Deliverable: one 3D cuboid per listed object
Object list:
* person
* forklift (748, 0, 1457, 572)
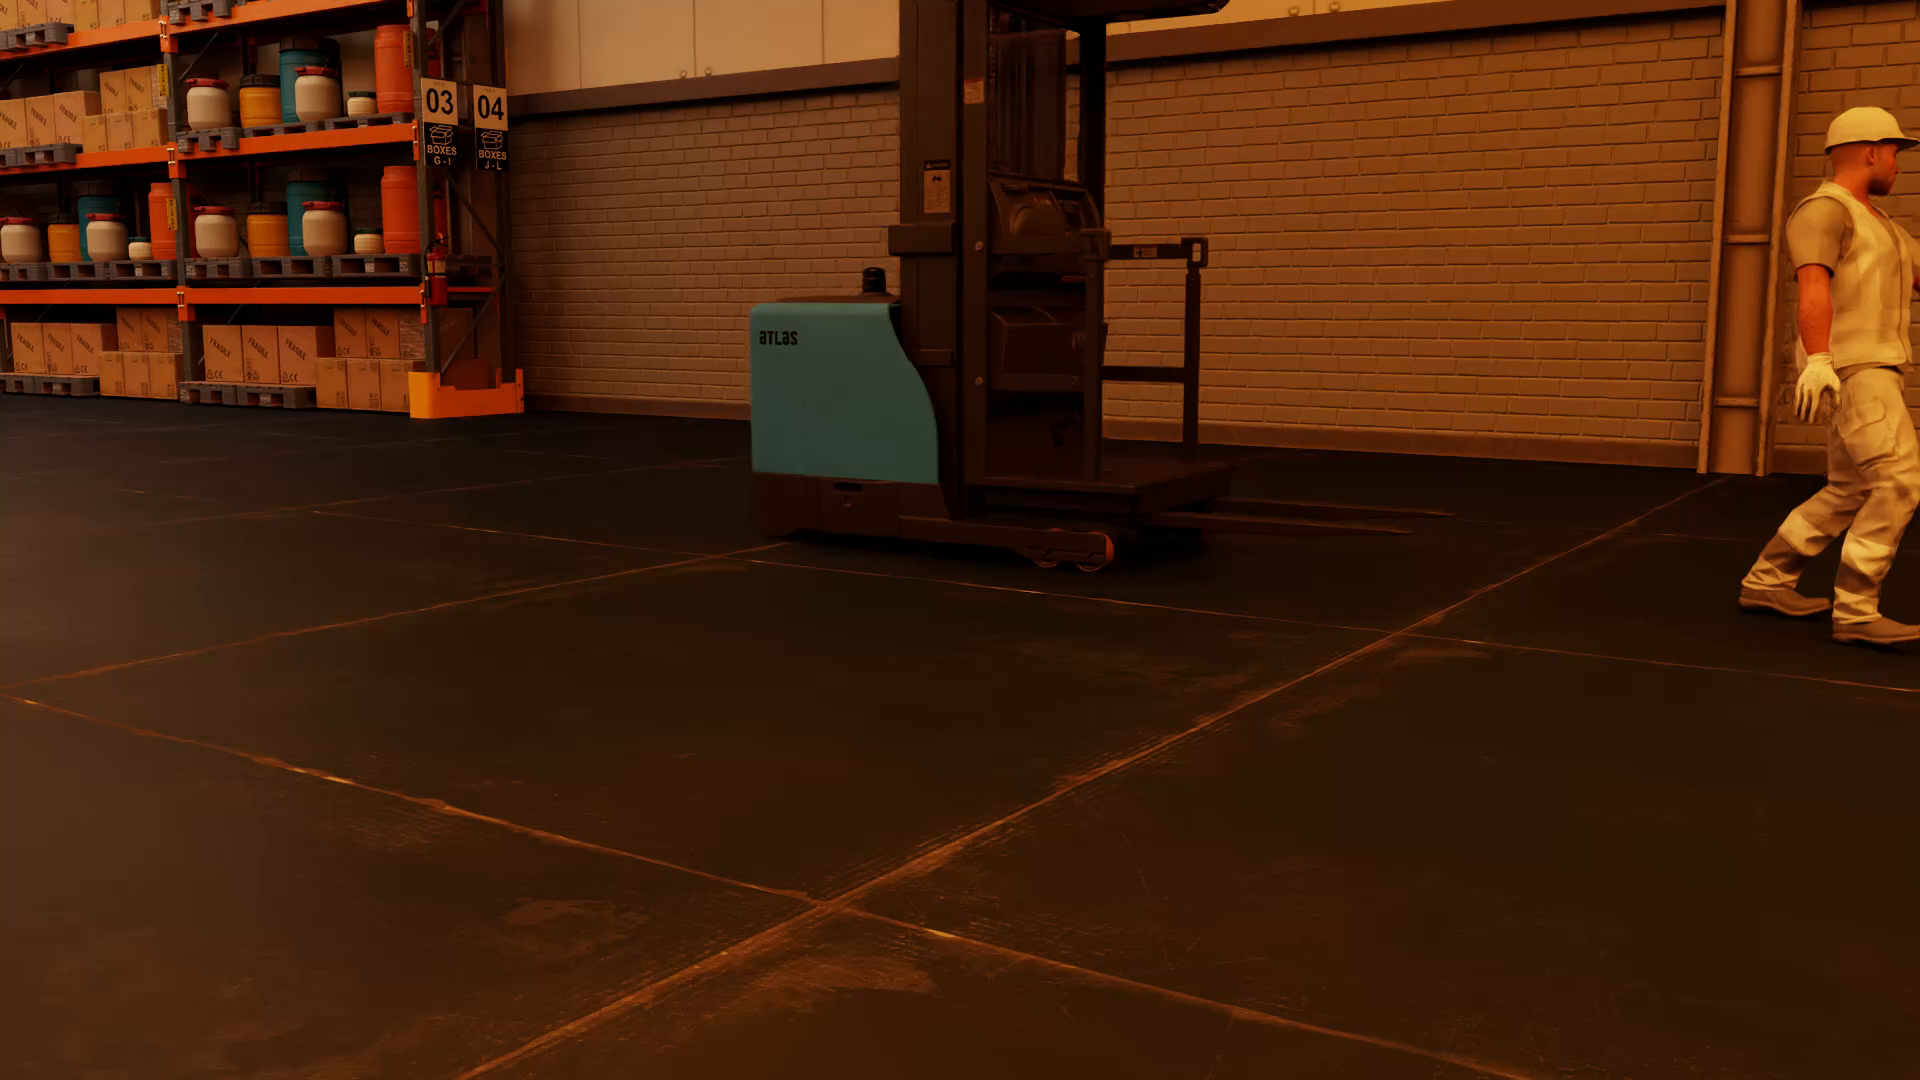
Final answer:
[{"bbox_3d":[2.904,-0.528,5.309,0.815,1.706,0.722,7,11,40],"label":"person"},{"bbox_3d":[0.556,-1.407,7.085,3.031,2.935,1.130,5,9,31],"label":"forklift"}]
